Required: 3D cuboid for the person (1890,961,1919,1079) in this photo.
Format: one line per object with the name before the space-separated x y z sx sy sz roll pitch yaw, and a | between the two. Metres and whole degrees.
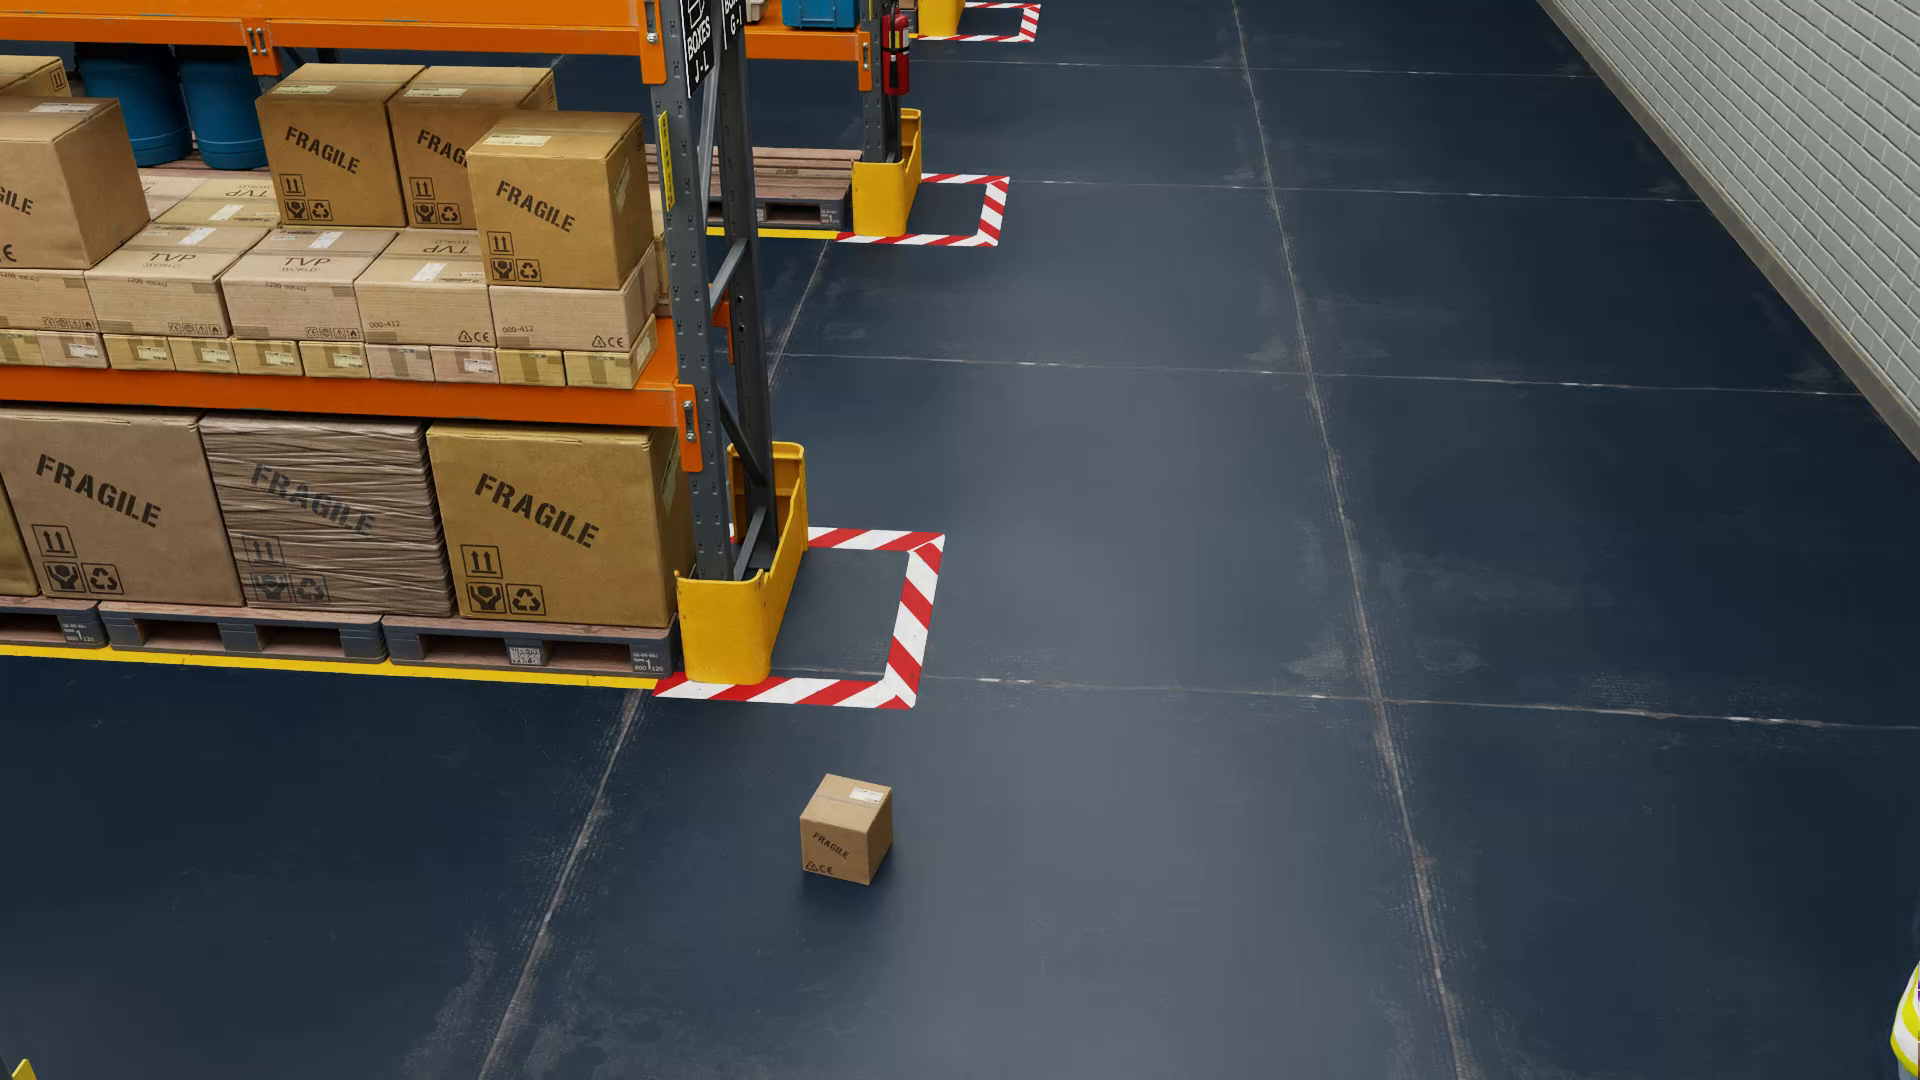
person | 2.443 1.229 4.108 0.738 1.748 0.589 22 38 31
